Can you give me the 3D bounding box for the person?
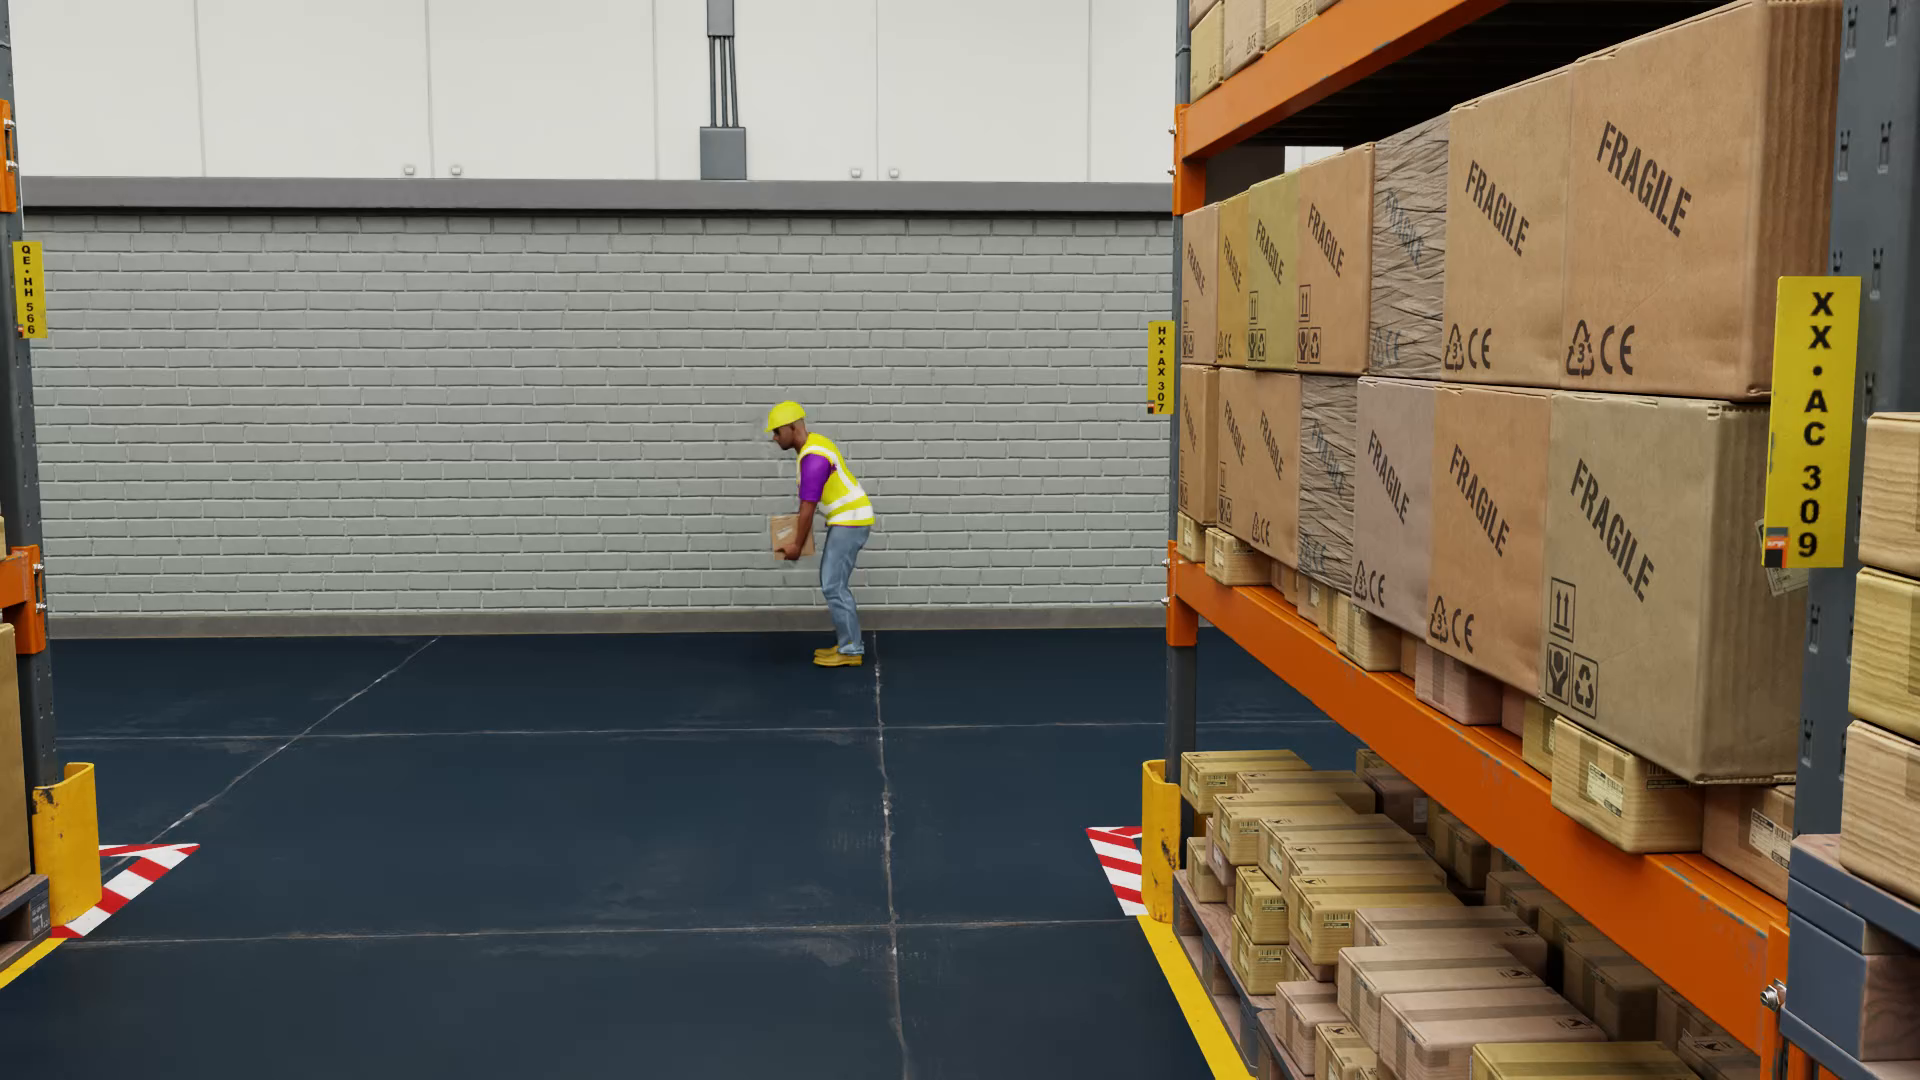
[{"bbox_3d":[-0.882,-0.044,10.465,0.693,1.657,0.483,-1,7,-5],"label":"person"}]
